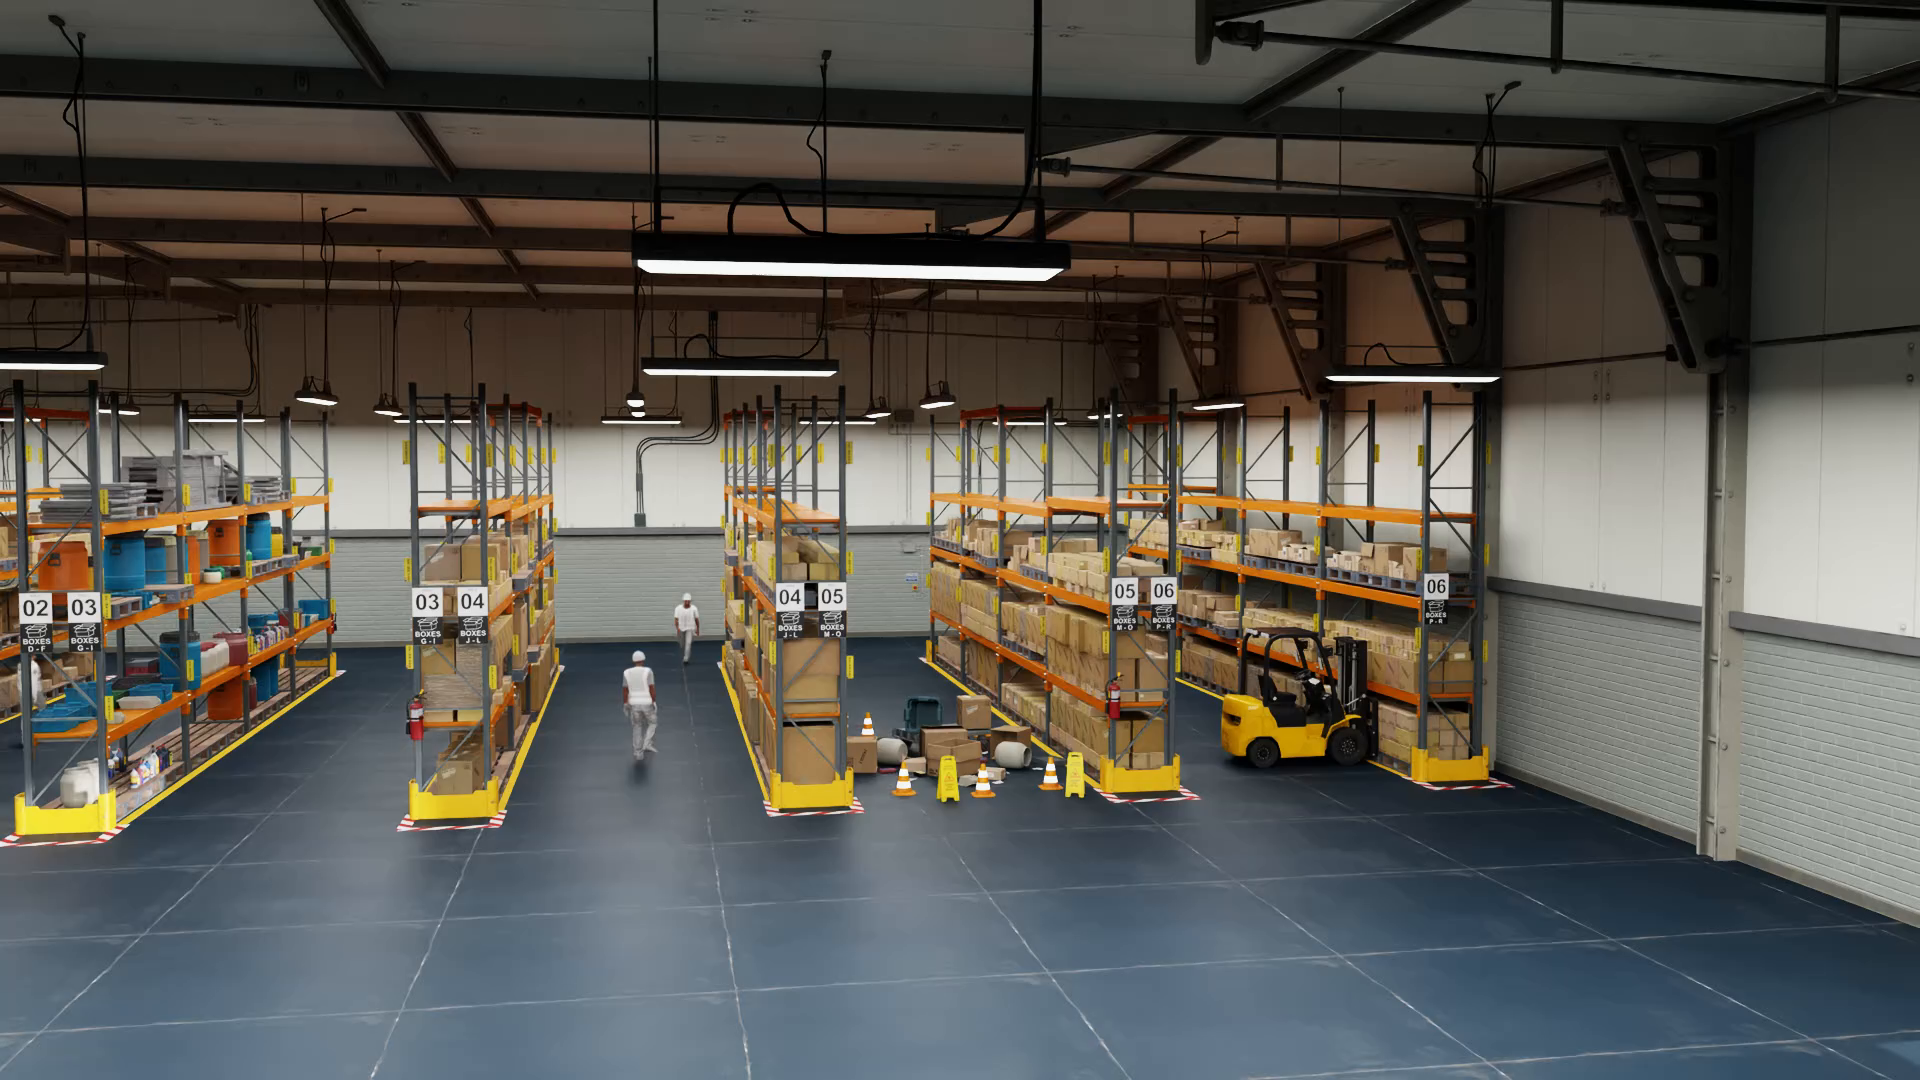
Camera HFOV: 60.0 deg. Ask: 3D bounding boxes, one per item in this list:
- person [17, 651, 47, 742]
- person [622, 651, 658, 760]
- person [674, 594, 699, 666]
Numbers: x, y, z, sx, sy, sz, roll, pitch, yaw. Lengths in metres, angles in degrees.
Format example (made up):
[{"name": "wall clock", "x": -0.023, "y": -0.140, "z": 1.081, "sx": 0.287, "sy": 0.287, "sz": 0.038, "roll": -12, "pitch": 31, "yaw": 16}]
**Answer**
[{"name": "person", "x": -16.244, "y": 2.685, "z": 29.036, "sx": 0.519, "sy": 1.670, "sz": 0.454, "roll": 0, "pitch": 3, "yaw": 5}, {"name": "person", "x": -5.275, "y": 2.718, "z": 27.418, "sx": 0.593, "sy": 1.774, "sz": 0.517, "roll": 0, "pitch": 3, "yaw": 0}, {"name": "person", "x": -6.575, "y": 2.133, "z": 39.845, "sx": 0.565, "sy": 1.692, "sz": 1.111, "roll": 0, "pitch": 3, "yaw": 0}]
